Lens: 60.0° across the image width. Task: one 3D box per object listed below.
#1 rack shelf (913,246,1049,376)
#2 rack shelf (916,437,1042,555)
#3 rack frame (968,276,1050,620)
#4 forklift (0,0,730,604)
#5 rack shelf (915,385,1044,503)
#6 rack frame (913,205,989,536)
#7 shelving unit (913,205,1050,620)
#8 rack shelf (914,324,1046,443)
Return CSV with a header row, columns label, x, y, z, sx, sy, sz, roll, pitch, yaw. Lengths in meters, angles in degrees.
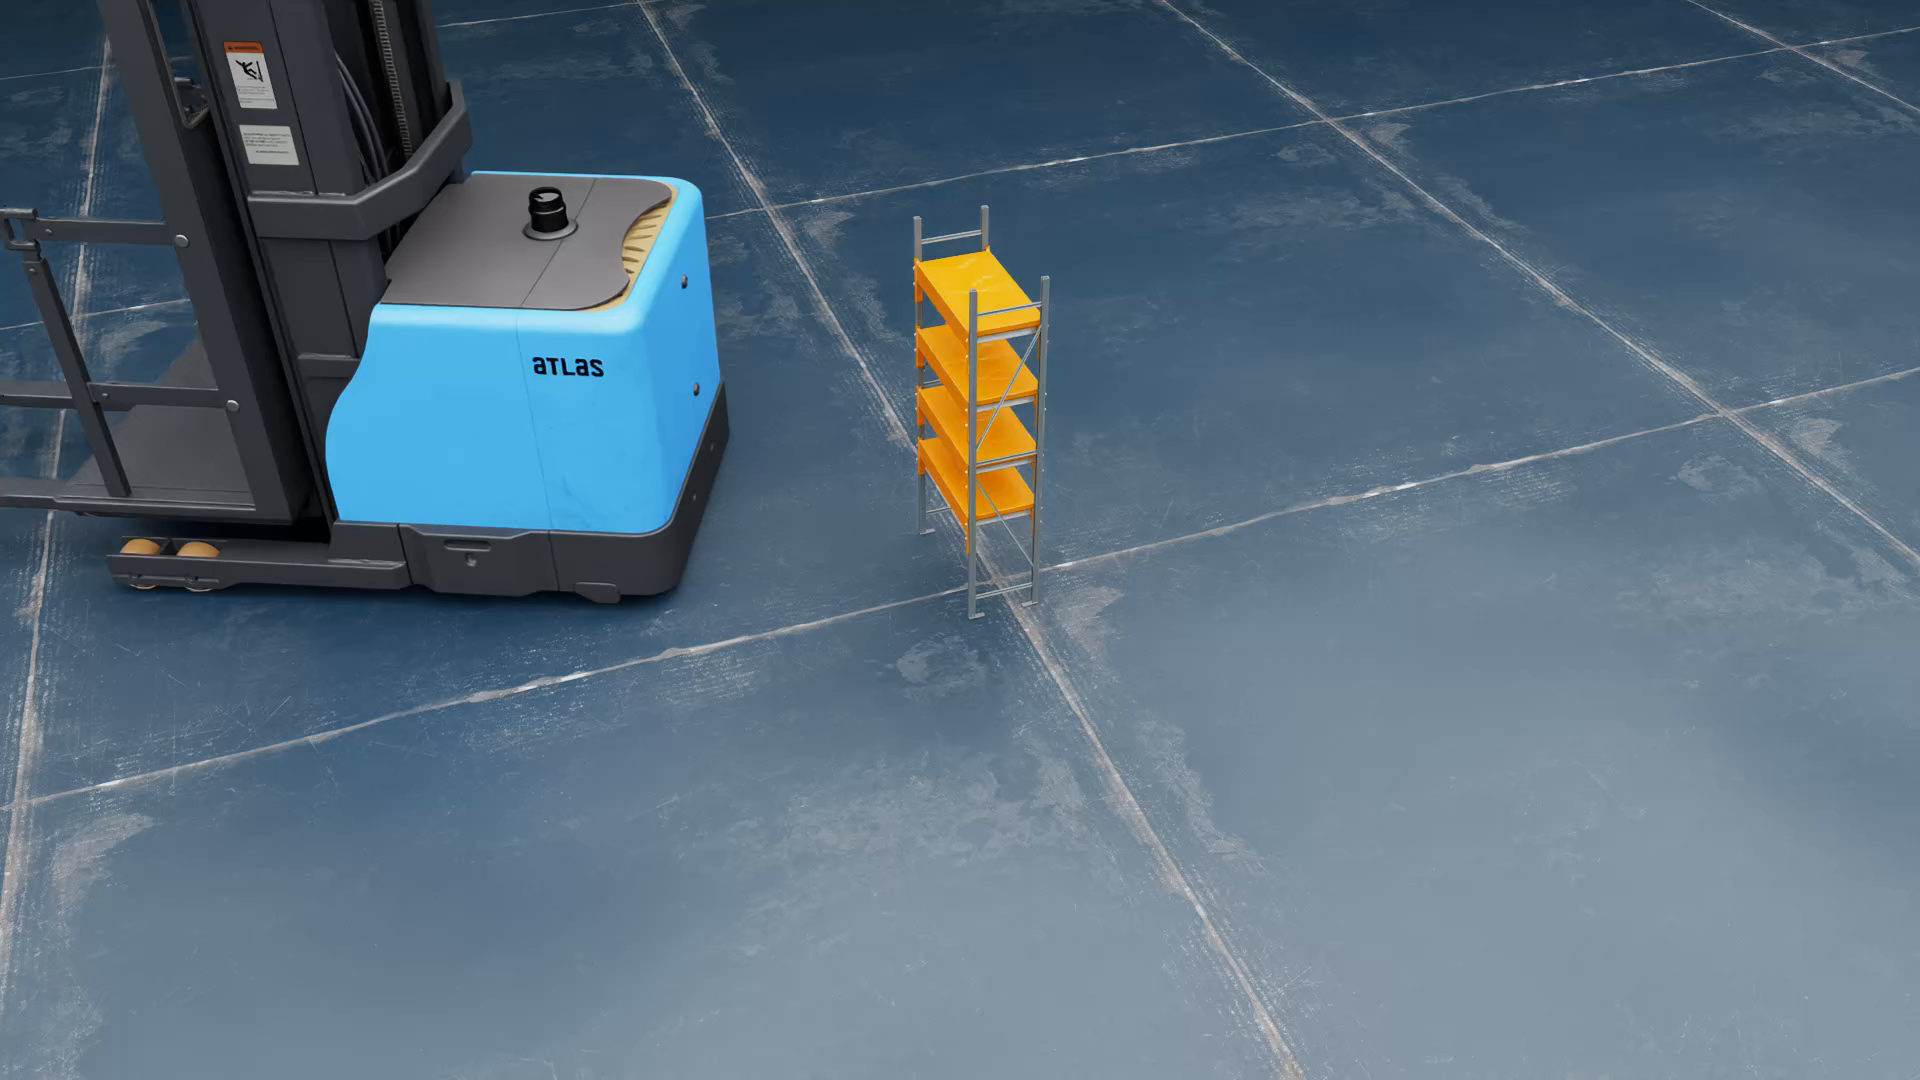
label,x,y,z,sx,sy,sz,roll,pitch,yaw
rack shelf,0.057,-0.700,5.028,0.258,0.148,0.480,-12,39,-16
rack shelf,0.057,-0.173,5.425,0.258,0.148,0.480,-12,39,-16
rack frame,0.141,-0.248,5.082,0.240,1.200,0.015,-12,39,-16
forklift,-2.394,-1.313,5.057,3.031,2.935,1.130,3,37,4
rack shelf,0.057,-0.332,5.305,0.258,0.148,0.480,-12,39,-16
rack frame,-0.027,-0.524,5.448,0.240,1.200,0.015,-12,39,-16
shelving unit,0.057,-0.386,5.265,0.258,1.200,0.503,-12,39,-16
rack shelf,0.057,-0.511,5.171,0.258,0.148,0.480,-12,39,-16
